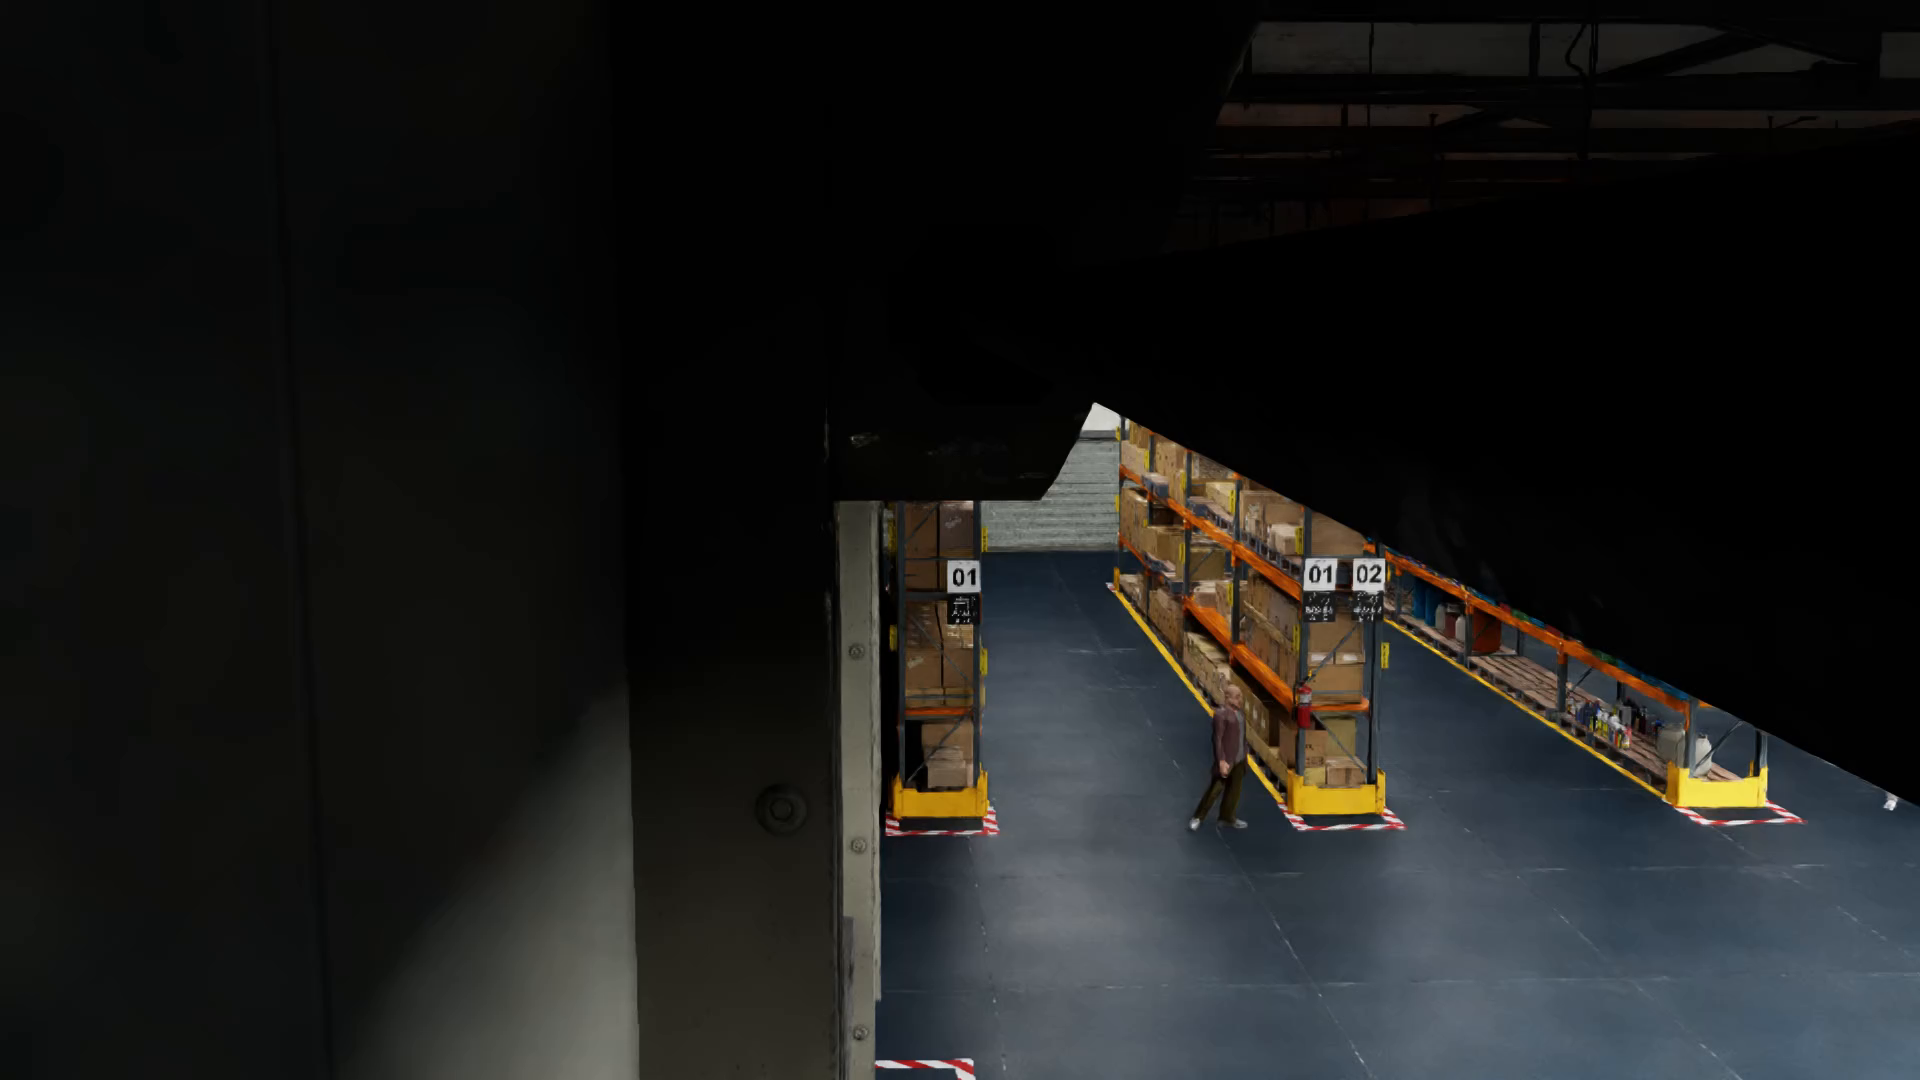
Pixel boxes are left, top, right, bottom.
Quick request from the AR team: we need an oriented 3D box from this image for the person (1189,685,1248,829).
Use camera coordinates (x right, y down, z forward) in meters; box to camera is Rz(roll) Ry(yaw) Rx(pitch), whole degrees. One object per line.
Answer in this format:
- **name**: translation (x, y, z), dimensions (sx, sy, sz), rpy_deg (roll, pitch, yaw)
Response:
- **person**: translation (3.100, 2.606, 19.914), dimensions (0.783, 1.770, 0.521), rpy_deg (-8, 12, -44)

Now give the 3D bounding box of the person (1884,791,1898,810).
- **person**: translation (11.735, 2.570, 20.808), dimensions (0.468, 1.588, 0.502), rpy_deg (6, 10, 35)
